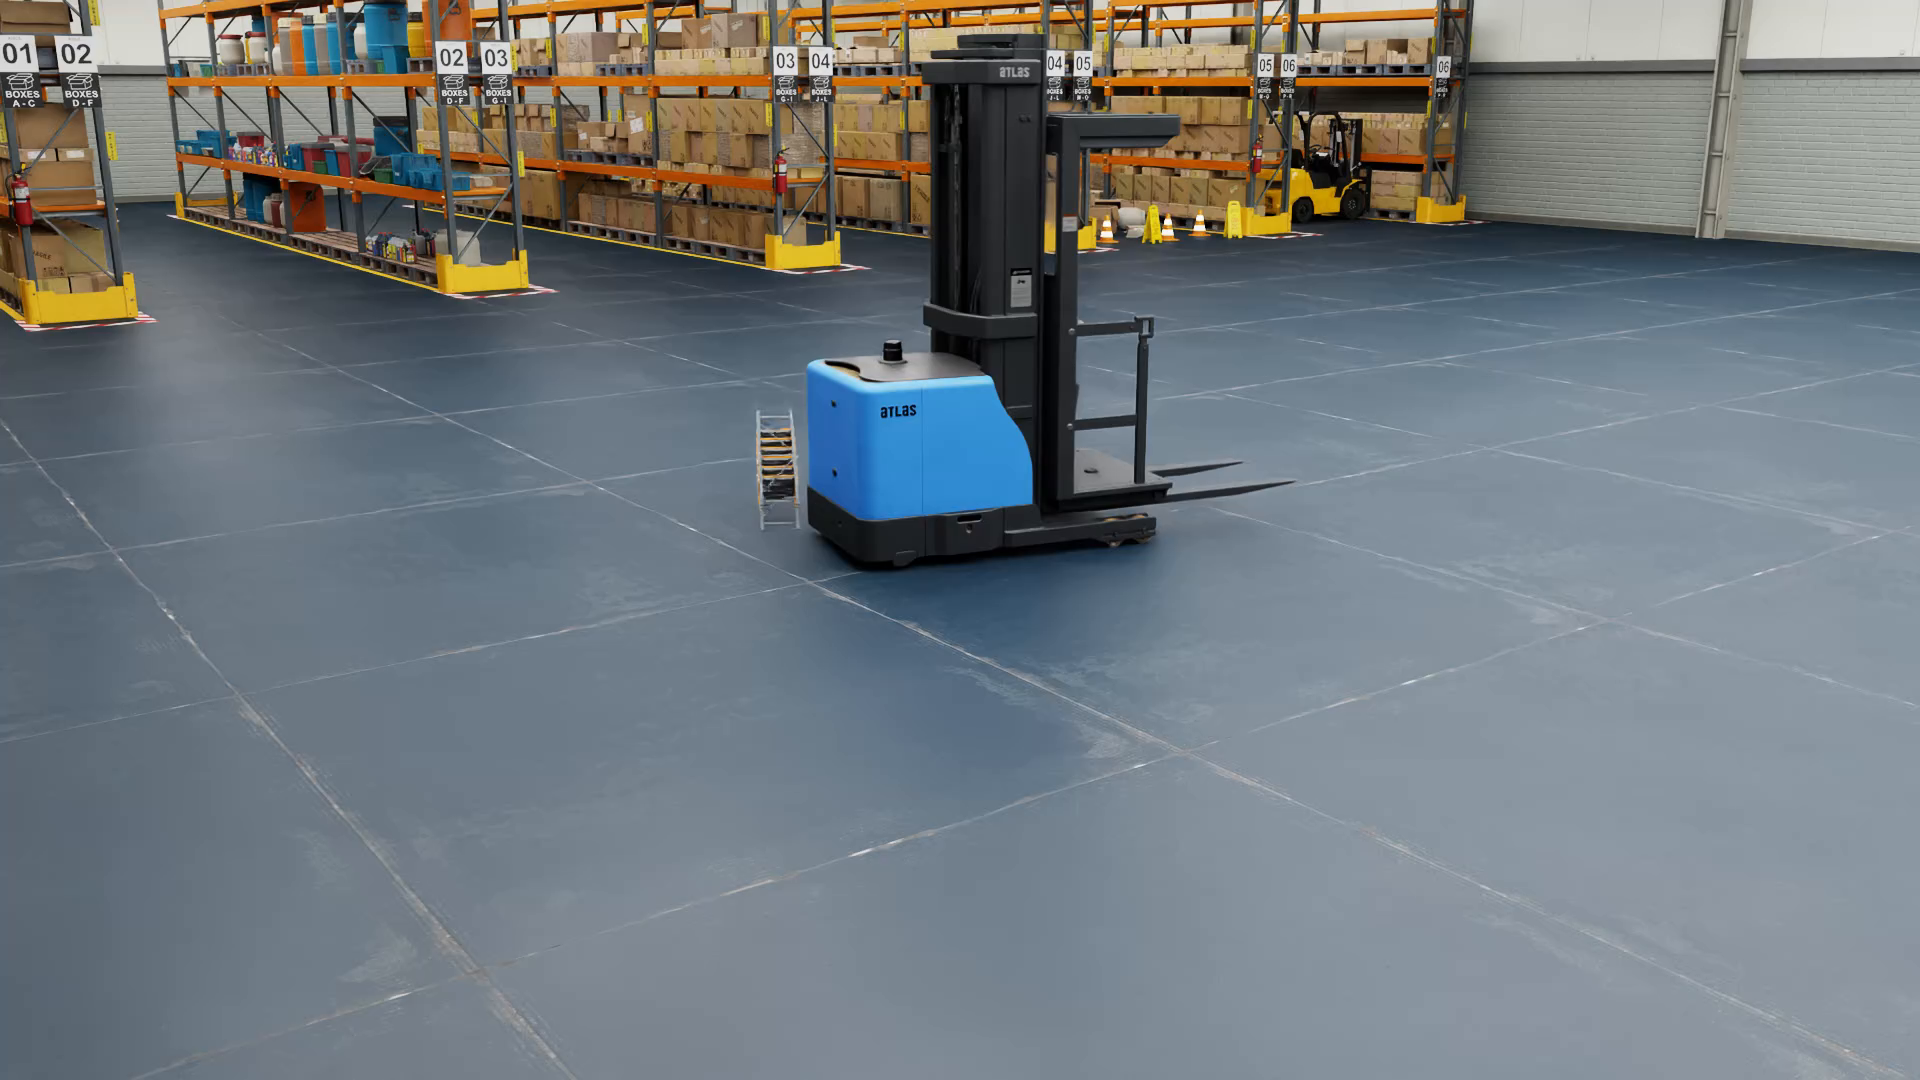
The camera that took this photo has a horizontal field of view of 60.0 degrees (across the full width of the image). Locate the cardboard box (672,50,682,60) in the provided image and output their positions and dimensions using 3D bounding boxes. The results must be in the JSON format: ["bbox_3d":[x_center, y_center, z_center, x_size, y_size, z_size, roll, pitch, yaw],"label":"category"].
[{"bbox_3d":[-4.389,-7.787,26.691,0.380,0.149,0.250,-11,19,-34],"label":"cardboard box"}]

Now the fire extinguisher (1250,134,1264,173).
[{"bbox_3d":[5.377,-6.996,30.101,0.296,0.674,0.183,-11,19,-35],"label":"fire extinguisher"}]

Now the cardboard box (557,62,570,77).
[{"bbox_3d":[-6.967,-8.534,30.175,0.500,0.250,0.500,-10,18,-34],"label":"cardboard box"}]

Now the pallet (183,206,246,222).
[{"bbox_3d":[-15.294,-6.712,34.198,1.003,0.211,1.213,-11,19,-35],"label":"pallet"}]

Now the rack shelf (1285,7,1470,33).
[{"bbox_3d":[8.519,-10.681,34.175,1.077,0.370,4.000,-11,19,-35],"label":"rack shelf"}]

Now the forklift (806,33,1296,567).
[{"bbox_3d":[0.631,-1.498,9.997,3.031,2.935,1.130,-7,17,-23],"label":"forklift"}]

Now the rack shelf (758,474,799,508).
[{"bbox_3d":[-1.143,-0.309,10.480,0.258,0.180,0.103,-2,33,-7],"label":"rack shelf"}]

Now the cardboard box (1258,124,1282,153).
[{"bbox_3d":[5.628,-7.465,30.916,0.500,0.500,0.500,-11,19,-35],"label":"cardboard box"}]

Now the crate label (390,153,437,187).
[{"bbox_3d":[-7.641,-5.190,23.290,0.502,0.435,0.616,-11,19,-35],"label":"crate label"}]

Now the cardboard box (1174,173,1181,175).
[{"bbox_3d":[4.196,-7.028,33.065,0.500,0.500,0.500,-10,18,-34],"label":"cardboard box"}]

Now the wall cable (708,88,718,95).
[{"bbox_3d":[-7.059,-12.251,47.172,0.585,1.953,0.123,-11,19,-35],"label":"wall cable"}]

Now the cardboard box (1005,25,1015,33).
[{"bbox_3d":[0.969,-8.428,27.484,0.380,0.149,0.250,-10,18,-34],"label":"cardboard box"}]

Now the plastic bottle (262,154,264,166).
[{"bbox_3d":[-12.159,-6.656,29.090,0.097,0.201,0.097,0,15,0],"label":"plastic bottle"}]

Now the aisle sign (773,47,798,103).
[{"bbox_3d":[-2.540,-6.785,24.259,0.394,0.787,0.004,-11,19,-35],"label":"aisle sign"}]

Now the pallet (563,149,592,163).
[{"bbox_3d":[-6.532,-7.071,30.592,1.213,0.211,1.003,-11,19,-35],"label":"pallet"}]

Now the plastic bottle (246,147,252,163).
[{"bbox_3d":[-12.751,-6.919,29.910,0.152,0.276,0.135,-11,19,-35],"label":"plastic bottle"}]

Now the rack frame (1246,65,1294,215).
[{"bbox_3d":[5.683,-7.129,30.441,1.000,3.000,0.127,-11,19,-35],"label":"rack frame"}]

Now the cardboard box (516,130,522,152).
[{"bbox_3d":[-8.423,-7.741,32.487,0.500,0.500,0.500,-10,18,-33],"label":"cardboard box"}]

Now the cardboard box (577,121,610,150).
[{"bbox_3d":[-6.687,-7.441,30.595,0.500,0.500,0.500,-14,21,-41],"label":"cardboard box"}]

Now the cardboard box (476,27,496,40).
[{"bbox_3d":[-9.937,-10.463,34.344,0.500,0.250,0.500,-12,20,-38],"label":"cardboard box"}]

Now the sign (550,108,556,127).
[{"bbox_3d":[-7.484,-7.771,30.592,0.100,0.325,0.005,-11,19,-35],"label":"sign"}]

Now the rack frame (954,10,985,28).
[{"bbox_3d":[0.288,-14.210,44.950,1.000,3.000,0.127,-11,19,-35],"label":"rack frame"}]

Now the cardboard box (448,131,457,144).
[{"bbox_3d":[-10.763,-8.606,35.557,0.500,0.250,0.500,-11,19,-36],"label":"cardboard box"}]

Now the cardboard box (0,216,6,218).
[{"bbox_3d":[-14.234,-4.726,25.010,0.500,0.311,0.500,-11,19,-35],"label":"cardboard box"}]

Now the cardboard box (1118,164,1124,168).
[{"bbox_3d":[4.073,-9.164,40.589,0.380,0.149,0.250,-10,18,-33],"label":"cardboard box"}]

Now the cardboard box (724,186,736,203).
[{"bbox_3d":[-4.785,-7.587,36.053,0.500,0.500,0.500,-10,18,-32],"label":"cardboard box"}]

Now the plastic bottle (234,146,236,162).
[{"bbox_3d":[-13.307,-7.107,30.604,0.097,0.271,0.097,0,15,0],"label":"plastic bottle"}]

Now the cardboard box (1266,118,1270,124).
[{"bbox_3d":[6.797,-9.206,36.613,0.380,0.149,0.250,-11,19,-35],"label":"cardboard box"}]

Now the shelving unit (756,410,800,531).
[{"bbox_3d":[-1.178,-0.464,10.716,0.258,0.189,1.200,-2,33,-7],"label":"shelving unit"}]

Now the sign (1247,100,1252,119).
[{"bbox_3d":[5.222,-7.758,29.948,0.100,0.325,0.005,-11,19,-35],"label":"sign"}]

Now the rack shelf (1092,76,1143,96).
[{"bbox_3d":[2.155,-9.510,34.821,1.077,0.370,4.000,-11,19,-35],"label":"rack shelf"}]

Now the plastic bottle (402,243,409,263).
[{"bbox_3d":[-7.858,-4.070,23.578,0.061,0.283,0.133,-10,18,-33],"label":"plastic bottle"}]

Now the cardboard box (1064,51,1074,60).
[{"bbox_3d":[1.796,-8.039,27.573,0.380,0.149,0.250,-11,19,-34],"label":"cardboard box"}]

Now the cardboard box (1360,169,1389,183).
[{"bbox_3d":[8.563,-7.523,34.400,0.500,0.250,0.500,-11,19,-34],"label":"cardboard box"}]

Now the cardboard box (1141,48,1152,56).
[{"bbox_3d":[3.709,-9.406,32.045,0.380,0.149,0.250,-11,19,-35],"label":"cardboard box"}]

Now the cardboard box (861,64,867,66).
[{"bbox_3d":[-2.163,-11.411,39.895,0.380,0.149,0.250,-10,18,-33],"label":"cardboard box"}]

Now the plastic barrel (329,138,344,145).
[{"bbox_3d":[-10.266,-6.398,27.558,0.421,0.512,0.421,0,15,0],"label":"plastic barrel"}]

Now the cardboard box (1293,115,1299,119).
[{"bbox_3d":[7.291,-9.145,35.825,0.380,0.149,0.250,-10,18,-33],"label":"cardboard box"}]

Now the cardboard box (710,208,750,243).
[{"bbox_3d":[-3.711,-5.109,26.999,0.500,0.500,0.500,-13,20,-39],"label":"cardboard box"}]

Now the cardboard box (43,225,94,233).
[{"bbox_3d":[-11.084,-3.652,20.731,0.500,0.500,0.500,-11,19,-35],"label":"cardboard box"}]

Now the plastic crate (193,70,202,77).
[{"bbox_3d":[-14.451,-8.917,31.790,0.293,0.136,0.466,-11,19,-35],"label":"plastic crate"}]

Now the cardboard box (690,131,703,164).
[{"bbox_3d":[-3.830,-6.328,26.760,0.875,0.500,0.500,-11,19,-35],"label":"cardboard box"}]

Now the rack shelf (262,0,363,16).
[{"bbox_3d":[-9.868,-8.457,26.049,1.077,0.370,4.000,-11,19,-35],"label":"rack shelf"}]

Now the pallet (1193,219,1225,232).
[{"bbox_3d":[5.189,-5.979,31.522,1.003,0.211,1.213,-11,19,-35],"label":"pallet"}]

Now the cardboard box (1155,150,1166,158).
[{"bbox_3d":[4.001,-7.470,32.164,0.380,0.149,0.250,-11,19,-34],"label":"cardboard box"}]

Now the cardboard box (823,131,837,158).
[{"bbox_3d":[-2.323,-7.742,32.491,0.500,0.500,0.500,-11,19,-35],"label":"cardboard box"}]

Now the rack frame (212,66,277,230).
[{"bbox_3d":[-13.396,-7.384,31.374,1.000,3.000,0.127,-11,19,-35],"label":"rack frame"}]

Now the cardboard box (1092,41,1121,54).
[{"bbox_3d":[2.887,-9.905,33.444,0.500,0.250,0.500,-10,18,-33],"label":"cardboard box"}]

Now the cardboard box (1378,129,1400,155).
[{"bbox_3d":[8.896,-8.125,33.891,0.500,0.500,0.500,-10,18,-33],"label":"cardboard box"}]

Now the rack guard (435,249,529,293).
[{"bbox_3d":[-6.423,-3.625,22.375,1.175,0.500,0.348,-11,19,-35],"label":"rack guard"}]

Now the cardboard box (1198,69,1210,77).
[{"bbox_3d":[4.665,-8.708,31.003,0.380,0.149,0.250,-11,19,-35],"label":"cardboard box"}]

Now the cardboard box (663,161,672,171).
[{"bbox_3d":[-4.666,-6.176,27.434,0.380,0.149,0.250,-11,19,-35],"label":"cardboard box"}]
